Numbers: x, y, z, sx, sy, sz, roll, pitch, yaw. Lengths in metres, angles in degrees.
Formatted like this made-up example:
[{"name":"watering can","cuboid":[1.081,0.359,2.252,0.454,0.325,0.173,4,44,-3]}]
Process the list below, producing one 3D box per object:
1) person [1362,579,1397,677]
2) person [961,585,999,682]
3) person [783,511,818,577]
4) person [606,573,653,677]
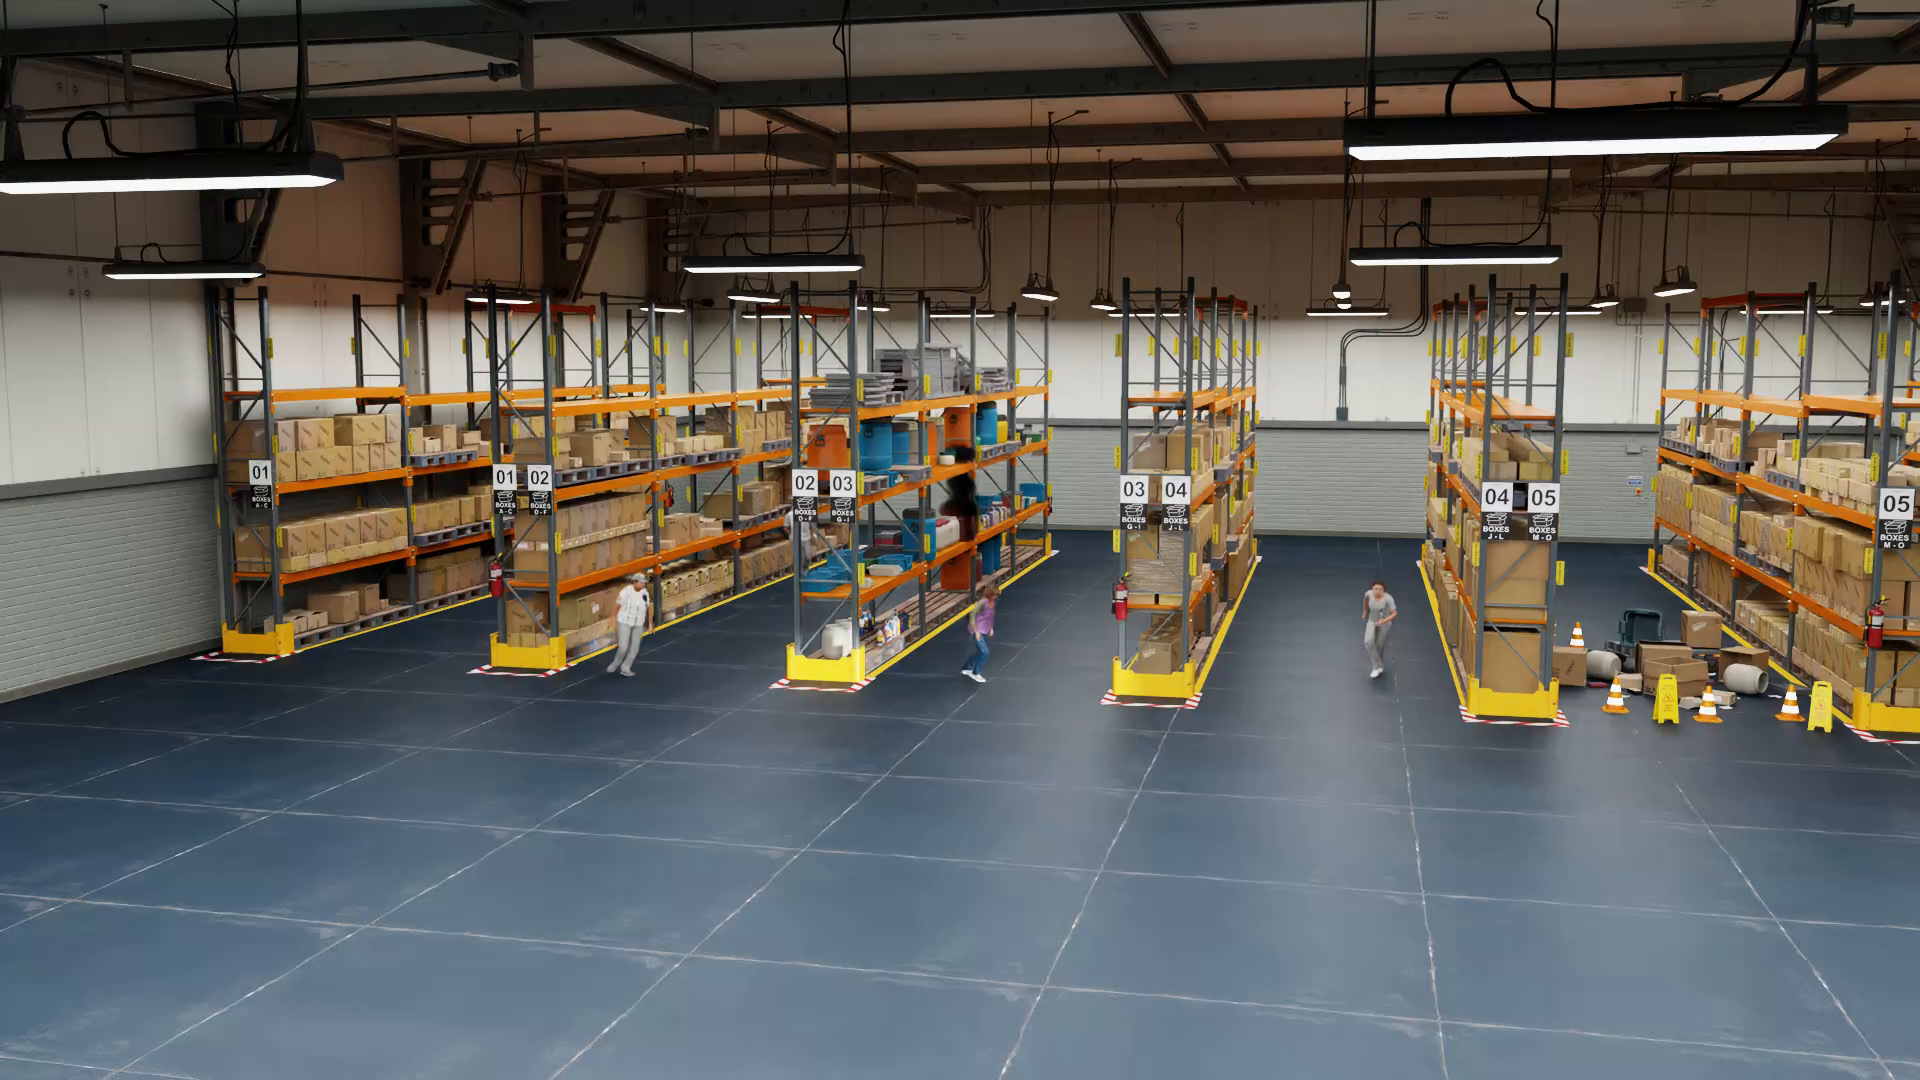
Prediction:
[{"name":"person","cuboid":[6.473,1.298,25.618,0.573,1.511,1.028,3,7,24]},{"name":"person","cuboid":[0.273,1.405,25.047,0.736,1.458,0.578,4,8,30]},{"name":"person","cuboid":[-3.240,0.005,33.833,0.702,1.685,0.745,-1,7,-7]},{"name":"person","cuboid":[-5.034,1.296,25.397,0.649,1.625,0.607,-5,8,-36]}]
